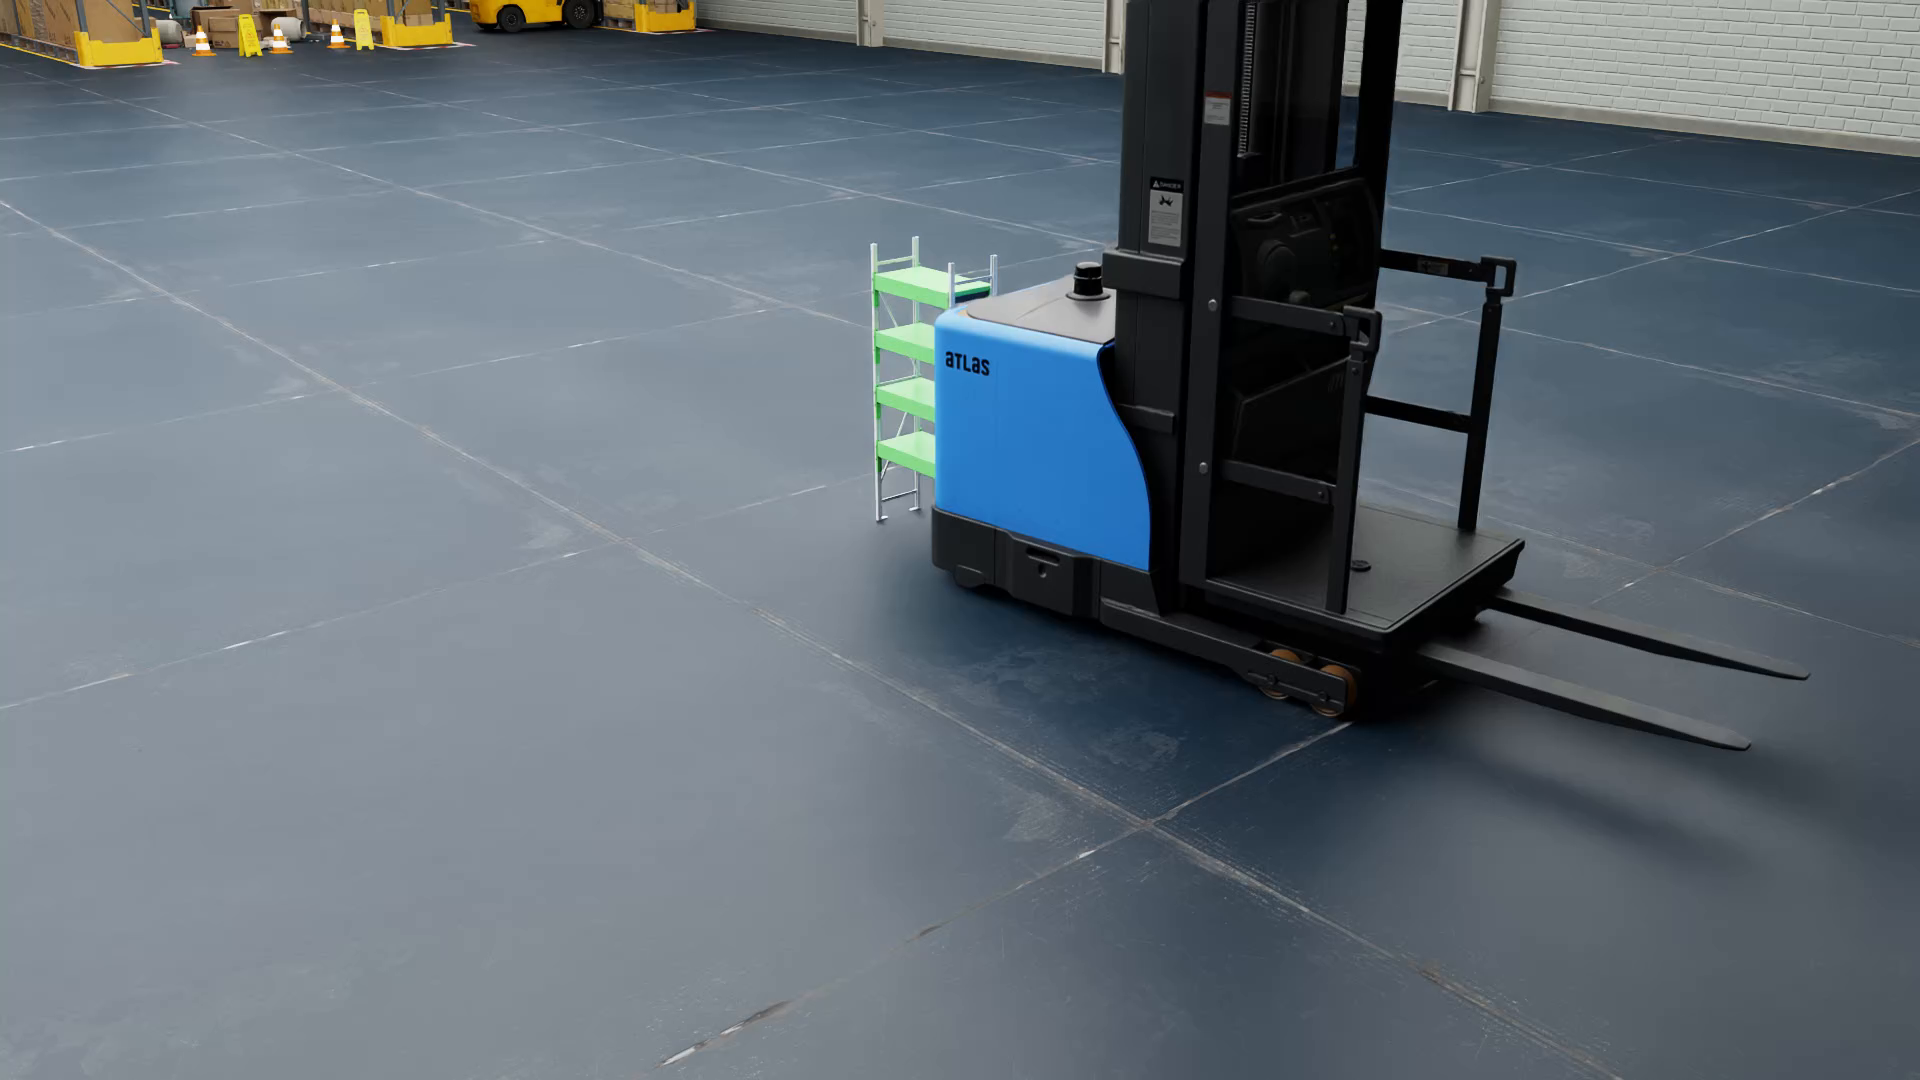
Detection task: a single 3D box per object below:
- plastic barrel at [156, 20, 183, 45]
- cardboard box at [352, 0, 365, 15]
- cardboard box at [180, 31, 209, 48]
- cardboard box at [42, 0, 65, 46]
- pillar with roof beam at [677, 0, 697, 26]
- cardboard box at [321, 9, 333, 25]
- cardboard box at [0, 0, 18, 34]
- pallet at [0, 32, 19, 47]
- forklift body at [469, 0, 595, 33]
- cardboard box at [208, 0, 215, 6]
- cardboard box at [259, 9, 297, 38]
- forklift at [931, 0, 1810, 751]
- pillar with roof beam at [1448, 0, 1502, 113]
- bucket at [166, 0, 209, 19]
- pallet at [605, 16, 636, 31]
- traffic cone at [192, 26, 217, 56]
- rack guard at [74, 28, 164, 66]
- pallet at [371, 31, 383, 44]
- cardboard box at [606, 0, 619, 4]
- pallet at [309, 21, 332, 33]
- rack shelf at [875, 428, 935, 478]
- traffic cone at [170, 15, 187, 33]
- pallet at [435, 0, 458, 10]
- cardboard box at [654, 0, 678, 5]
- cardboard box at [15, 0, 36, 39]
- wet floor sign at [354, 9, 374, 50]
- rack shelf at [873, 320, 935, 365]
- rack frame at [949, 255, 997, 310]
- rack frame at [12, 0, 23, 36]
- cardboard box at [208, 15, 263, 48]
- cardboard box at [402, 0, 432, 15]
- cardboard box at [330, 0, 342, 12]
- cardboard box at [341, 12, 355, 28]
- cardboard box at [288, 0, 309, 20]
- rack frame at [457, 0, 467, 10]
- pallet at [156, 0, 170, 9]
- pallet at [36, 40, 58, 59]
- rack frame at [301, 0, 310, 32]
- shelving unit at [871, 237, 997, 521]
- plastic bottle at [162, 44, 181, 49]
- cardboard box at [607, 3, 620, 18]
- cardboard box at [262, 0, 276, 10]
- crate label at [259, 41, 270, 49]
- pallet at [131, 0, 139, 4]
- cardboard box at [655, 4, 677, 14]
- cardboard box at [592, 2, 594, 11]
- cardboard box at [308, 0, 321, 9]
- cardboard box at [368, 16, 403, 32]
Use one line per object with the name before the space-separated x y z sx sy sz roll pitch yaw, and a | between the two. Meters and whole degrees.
plastic barrel | -13.854 -8.834 28.957 0.512 0.421 0.421 0 21 -1
cardboard box | -10.525 -9.650 29.674 0.500 0.500 0.500 -16 27 -36
cardboard box | -13.239 -8.672 28.761 0.396 0.266 0.258 -12 25 -28
cardboard box | -14.214 -8.497 26.902 0.875 0.875 0.875 -18 28 -38
pillar with roof beam | -8.737 -13.441 28.961 9.100 9.000 0.400 -17 27 -37
cardboard box | -11.535 -9.731 30.910 0.500 0.250 0.500 -16 26 -34
cardboard box | -16.230 -9.280 29.072 1.050 0.750 0.750 -18 27 -38
pallet | -16.318 -8.878 29.362 1.003 0.211 1.213 -17 27 -37
forklift body | -8.324 -10.960 32.017 2.313 2.155 1.214 -17 27 -37
cardboard box | -15.651 -11.957 35.737 0.875 0.875 0.875 -17 27 -37
cardboard box | -12.404 -9.405 30.308 0.500 0.500 0.500 0 21 -1
forklift | 1.338 -0.998 5.514 3.031 2.935 1.130 17 27 37
pillar with roof beam | 3.013 -8.468 16.264 9.100 9.000 0.400 -17 27 -37
bucket | -13.921 -9.676 29.980 0.726 0.611 0.620 -8 13 -19
pallet | -6.235 -10.168 32.656 1.003 0.211 1.213 -17 27 -37
traffic cone | -12.417 -8.180 27.234 0.336 0.463 0.334 -17 27 -37
rack guard | -13.130 -7.706 25.973 1.175 0.500 0.348 -17 27 -37
pallet | -10.015 -9.038 29.770 1.003 0.211 1.213 -17 27 -37
cardboard box | -6.578 -10.615 32.481 0.500 0.250 0.500 -18 28 -38
pallet | -11.608 -9.712 31.492 1.003 0.211 1.213 -17 27 -37
rack shelf | -0.108 -0.321 6.993 0.258 0.148 0.480 -17 27 -37
traffic cone | -14.890 -9.858 31.518 0.336 0.463 0.334 -17 27 -37
pallet | -11.385 -12.392 38.335 1.003 0.211 1.213 -17 27 -37
cardboard box | -5.853 -10.593 32.425 0.500 0.250 0.500 -17 27 -36
cardboard box | -15.399 -8.997 28.180 0.875 0.875 0.875 -17 27 -37
wet floor sign | -10.148 -8.679 28.259 0.267 0.644 0.232 -8 23 -19
rack shelf | -0.108 -0.768 6.818 0.258 0.148 0.480 -17 27 -37
rack frame | 0.051 -0.537 6.710 0.240 1.200 0.015 -17 27 -37
rack frame | -15.757 -9.981 28.355 1.000 3.000 0.127 -17 27 -37
cardboard box | -12.526 -8.803 28.769 0.637 0.503 0.797 3 22 9
cardboard box | -9.795 -9.642 29.655 0.500 0.500 0.500 -19 28 -39
cardboard box | -11.197 -9.936 30.406 0.500 0.500 0.500 -16 26 -35
cardboard box | -10.871 -9.445 30.181 0.500 0.250 0.500 -19 28 -39
cardboard box | -12.417 -10.304 32.206 0.950 0.372 0.625 -17 27 -37
rack frame | -10.926 -13.476 37.276 1.000 3.000 0.127 -17 27 -37
pallet | -17.732 -12.328 38.171 1.003 0.211 1.213 -17 27 -37
pallet | -14.519 -8.117 27.419 1.003 0.211 1.213 -17 27 -37
rack frame | -12.073 -11.188 31.435 1.000 3.000 0.127 -17 27 -37
shelving unit | -0.108 -0.604 6.882 0.258 1.200 0.503 -17 27 -37
plastic bottle | -13.503 -8.455 28.486 0.133 0.061 0.283 12 24 27
cardboard box | -6.567 -10.375 32.554 0.500 0.250 0.500 -17 27 -37
cardboard box | -13.344 -10.694 33.201 0.950 0.372 0.625 -16 27 -36
crate label | -11.899 -8.406 28.257 0.298 0.136 0.250 7 23 18
pallet | -19.325 -13.002 39.892 1.003 0.211 1.213 -17 27 -37
cardboard box | -5.876 -10.363 32.523 0.500 0.250 0.500 -17 27 -37
cardboard box | -7.243 -10.653 33.265 0.500 0.250 0.500 -16 27 -36
cardboard box | -11.892 -10.225 31.143 0.500 0.500 0.500 -16 26 -35
cardboard box | -10.209 -9.164 29.462 0.500 0.250 0.500 -18 27 -38
